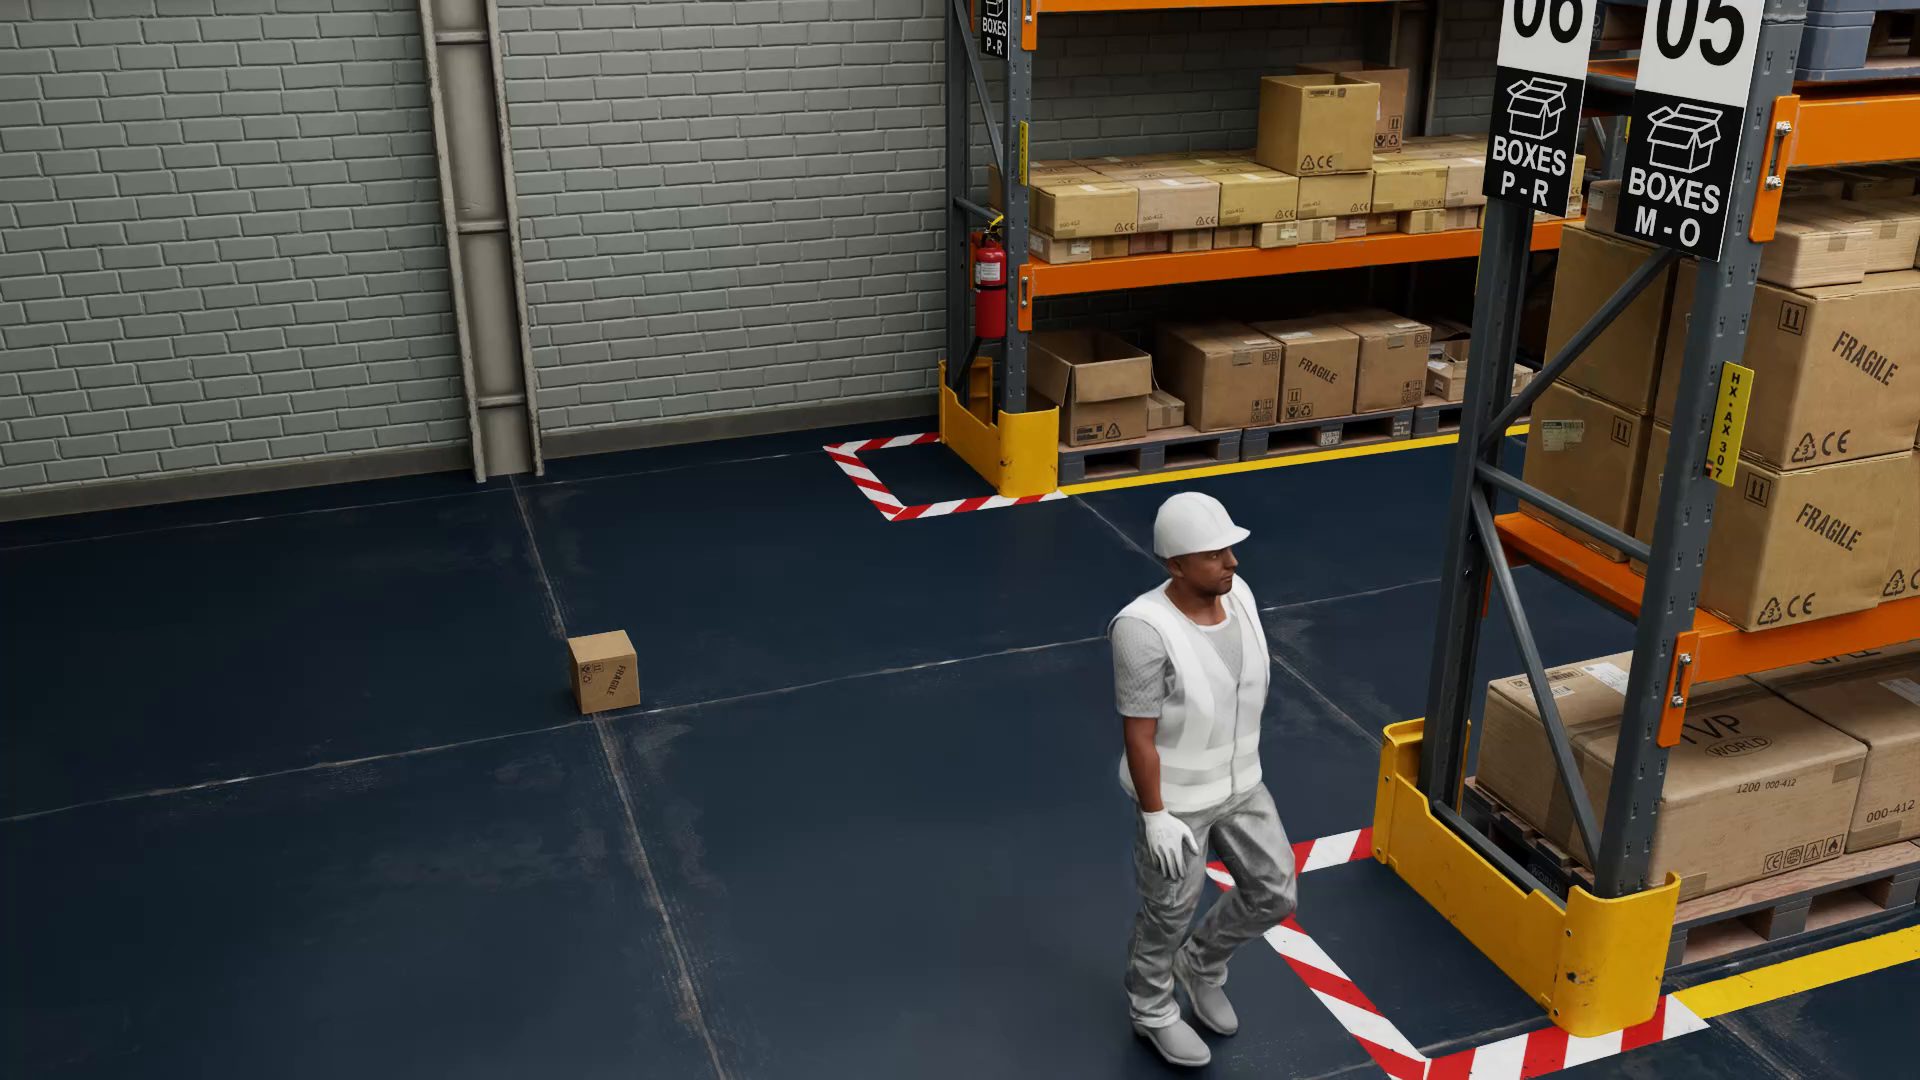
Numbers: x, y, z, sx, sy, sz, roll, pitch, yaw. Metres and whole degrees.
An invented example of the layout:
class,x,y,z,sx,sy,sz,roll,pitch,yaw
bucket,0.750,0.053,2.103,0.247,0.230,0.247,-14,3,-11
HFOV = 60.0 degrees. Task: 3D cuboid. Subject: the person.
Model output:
class,x,y,z,sx,sy,sz,roll,pitch,yaw
person,0.693,0.729,4.746,0.549,1.801,0.451,-17,28,-35
